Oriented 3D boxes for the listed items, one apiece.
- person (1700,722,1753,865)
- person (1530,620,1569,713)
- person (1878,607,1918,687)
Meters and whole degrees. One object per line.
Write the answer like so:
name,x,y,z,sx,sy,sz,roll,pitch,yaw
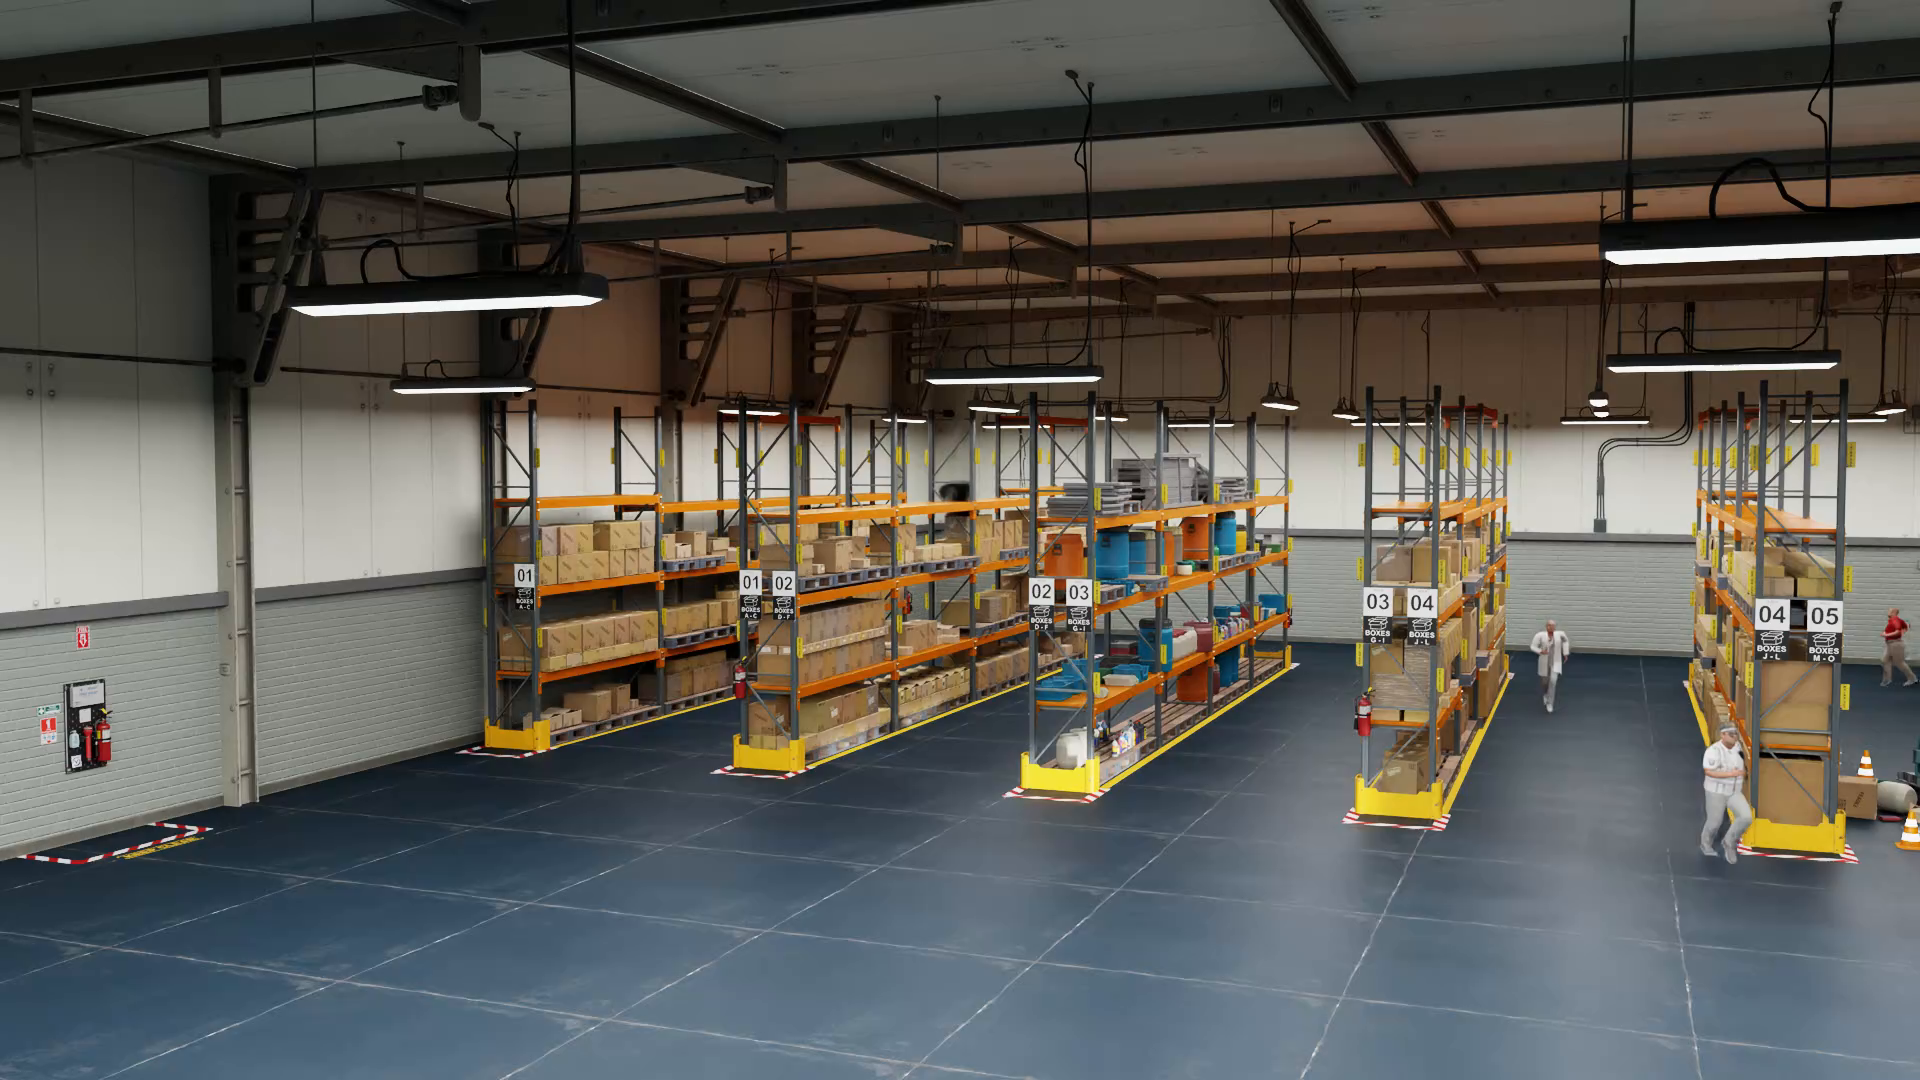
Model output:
person,9.452,3.108,20.535,0.694,1.774,0.836,-1,3,-15
person,11.750,2.526,33.147,0.739,1.705,1.100,1,3,15
person,20.405,2.371,36.170,0.771,1.803,0.669,1,3,28
